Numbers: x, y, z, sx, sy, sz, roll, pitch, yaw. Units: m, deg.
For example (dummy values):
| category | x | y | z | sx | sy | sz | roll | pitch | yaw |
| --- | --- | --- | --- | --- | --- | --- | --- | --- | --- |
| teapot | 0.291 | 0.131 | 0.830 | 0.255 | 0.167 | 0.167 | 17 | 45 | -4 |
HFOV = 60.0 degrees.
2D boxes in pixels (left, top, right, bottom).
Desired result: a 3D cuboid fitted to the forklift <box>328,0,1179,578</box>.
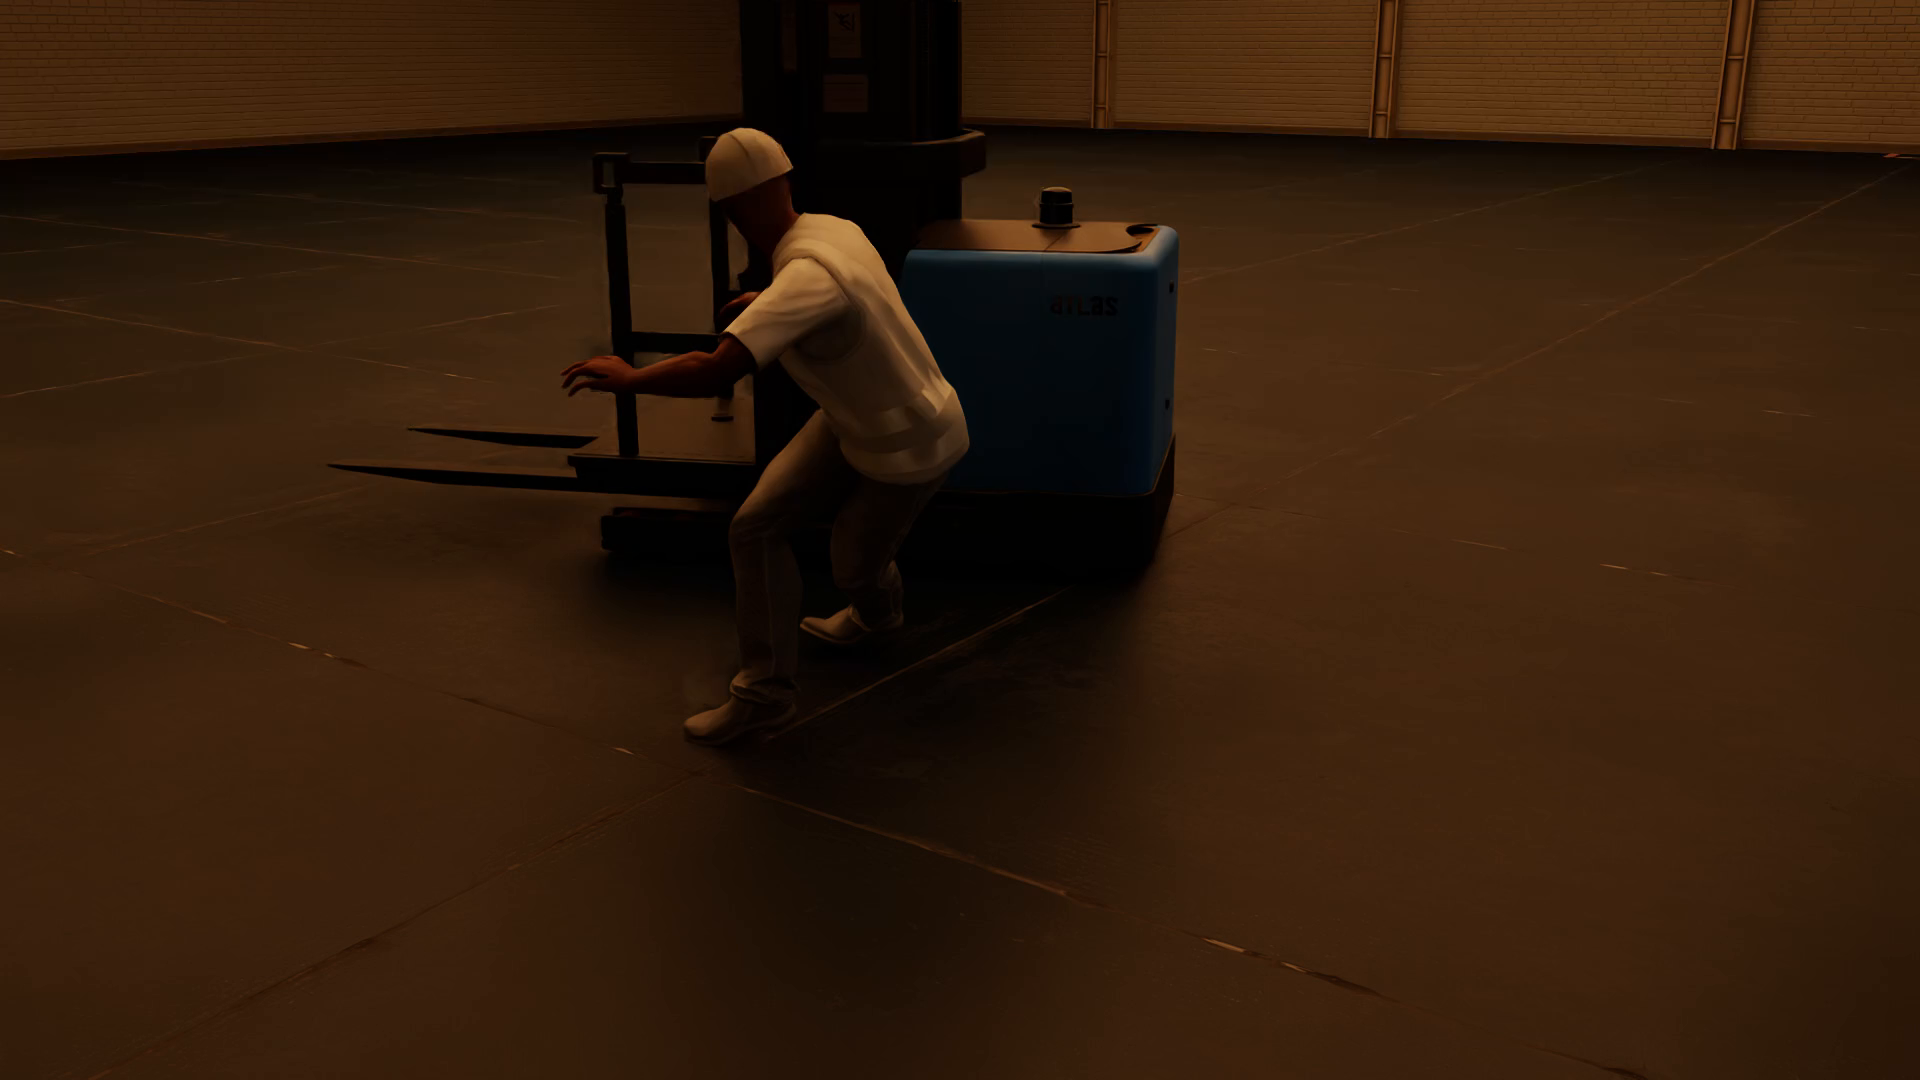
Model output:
| category | x | y | z | sx | sy | sz | roll | pitch | yaw |
| --- | --- | --- | --- | --- | --- | --- | --- | --- | --- |
| forklift | -0.767 | -1.473 | 5.757 | 3.031 | 2.935 | 1.130 | 3 | 17 | 11 |

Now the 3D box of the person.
| category | x | y | z | sx | sy | sz | roll | pitch | yaw |
| --- | --- | --- | --- | --- | --- | --- | --- | --- | --- |
| person | -0.520 | -0.274 | 4.235 | 1.040 | 1.527 | 1.012 | -8 | 18 | -24 |
